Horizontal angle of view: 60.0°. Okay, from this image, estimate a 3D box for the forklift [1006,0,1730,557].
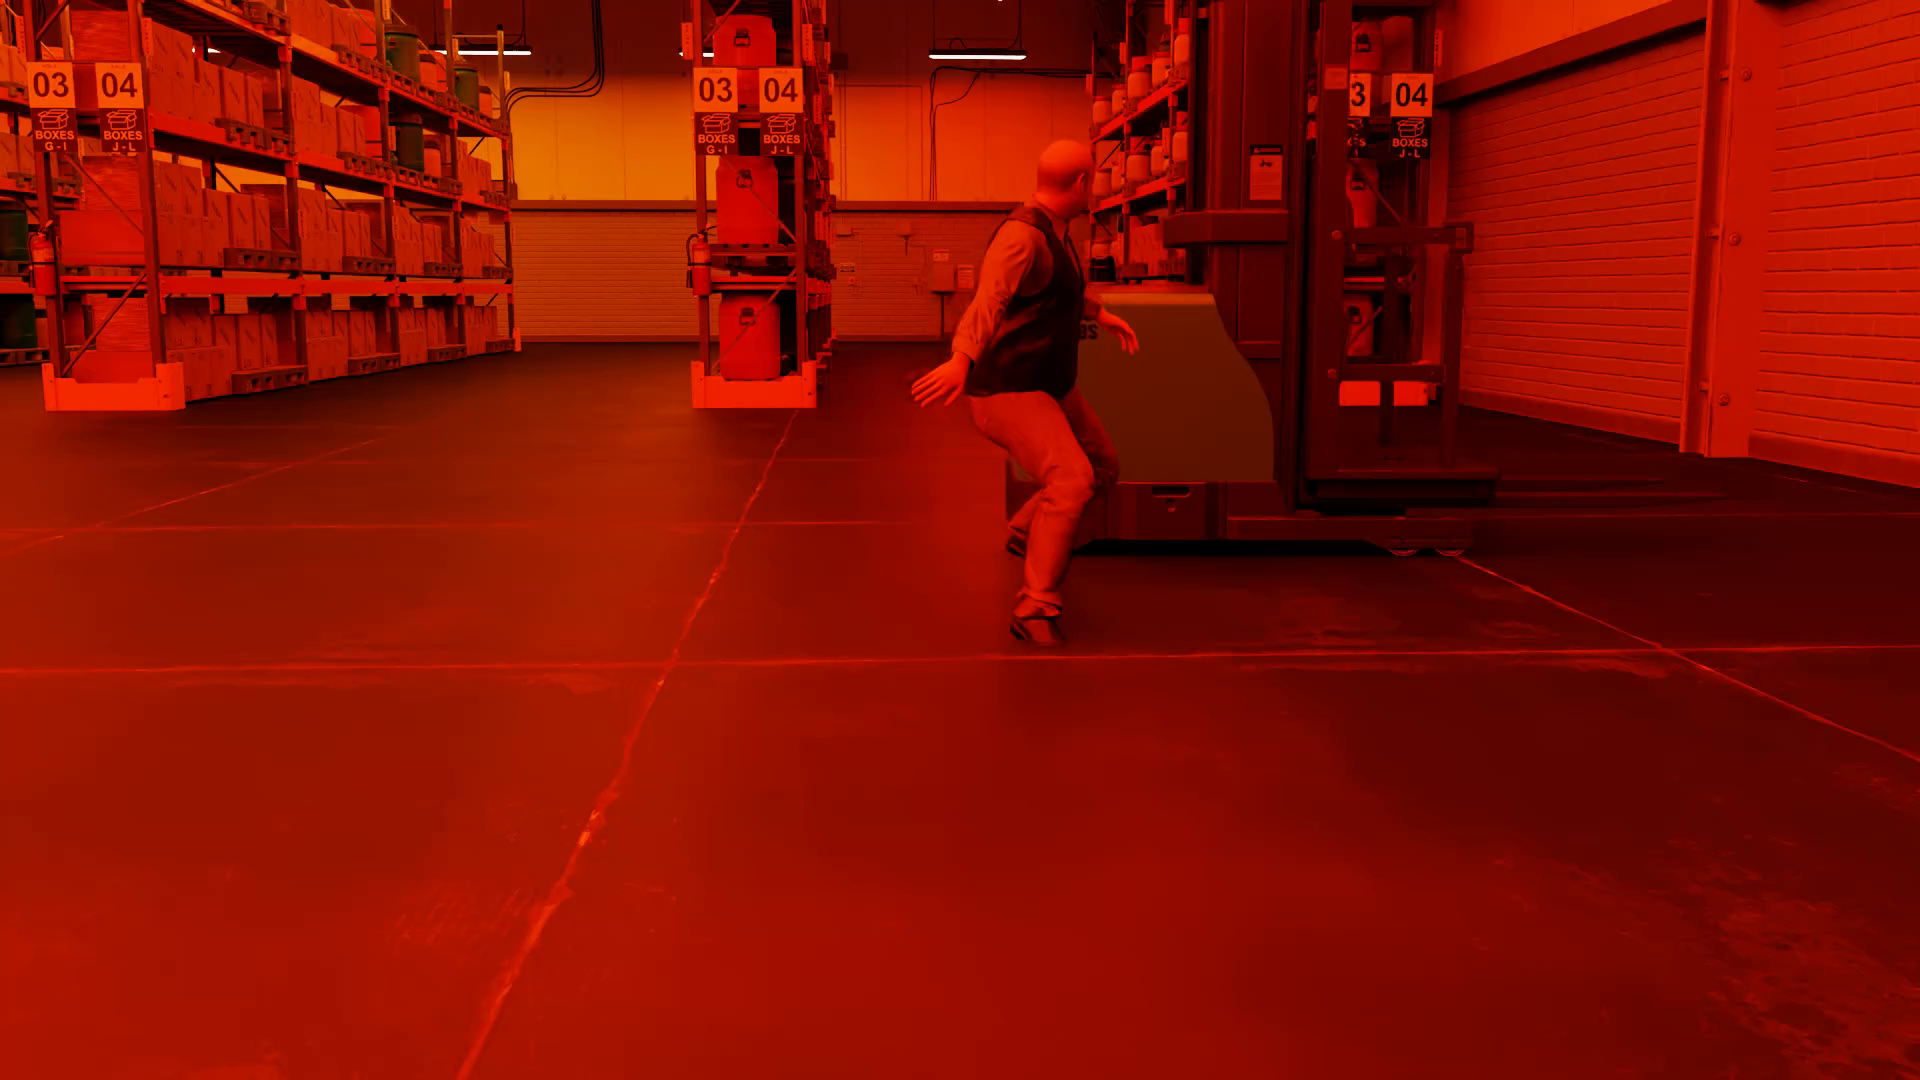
[{"bbox_3d":[1.734,-1.458,7.153,3.031,2.935,1.130,0,8,0],"label":"forklift"}]

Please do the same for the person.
[{"bbox_3d":[0.247,-0.473,5.459,0.532,1.643,1.158,3,9,19],"label":"person"}]
